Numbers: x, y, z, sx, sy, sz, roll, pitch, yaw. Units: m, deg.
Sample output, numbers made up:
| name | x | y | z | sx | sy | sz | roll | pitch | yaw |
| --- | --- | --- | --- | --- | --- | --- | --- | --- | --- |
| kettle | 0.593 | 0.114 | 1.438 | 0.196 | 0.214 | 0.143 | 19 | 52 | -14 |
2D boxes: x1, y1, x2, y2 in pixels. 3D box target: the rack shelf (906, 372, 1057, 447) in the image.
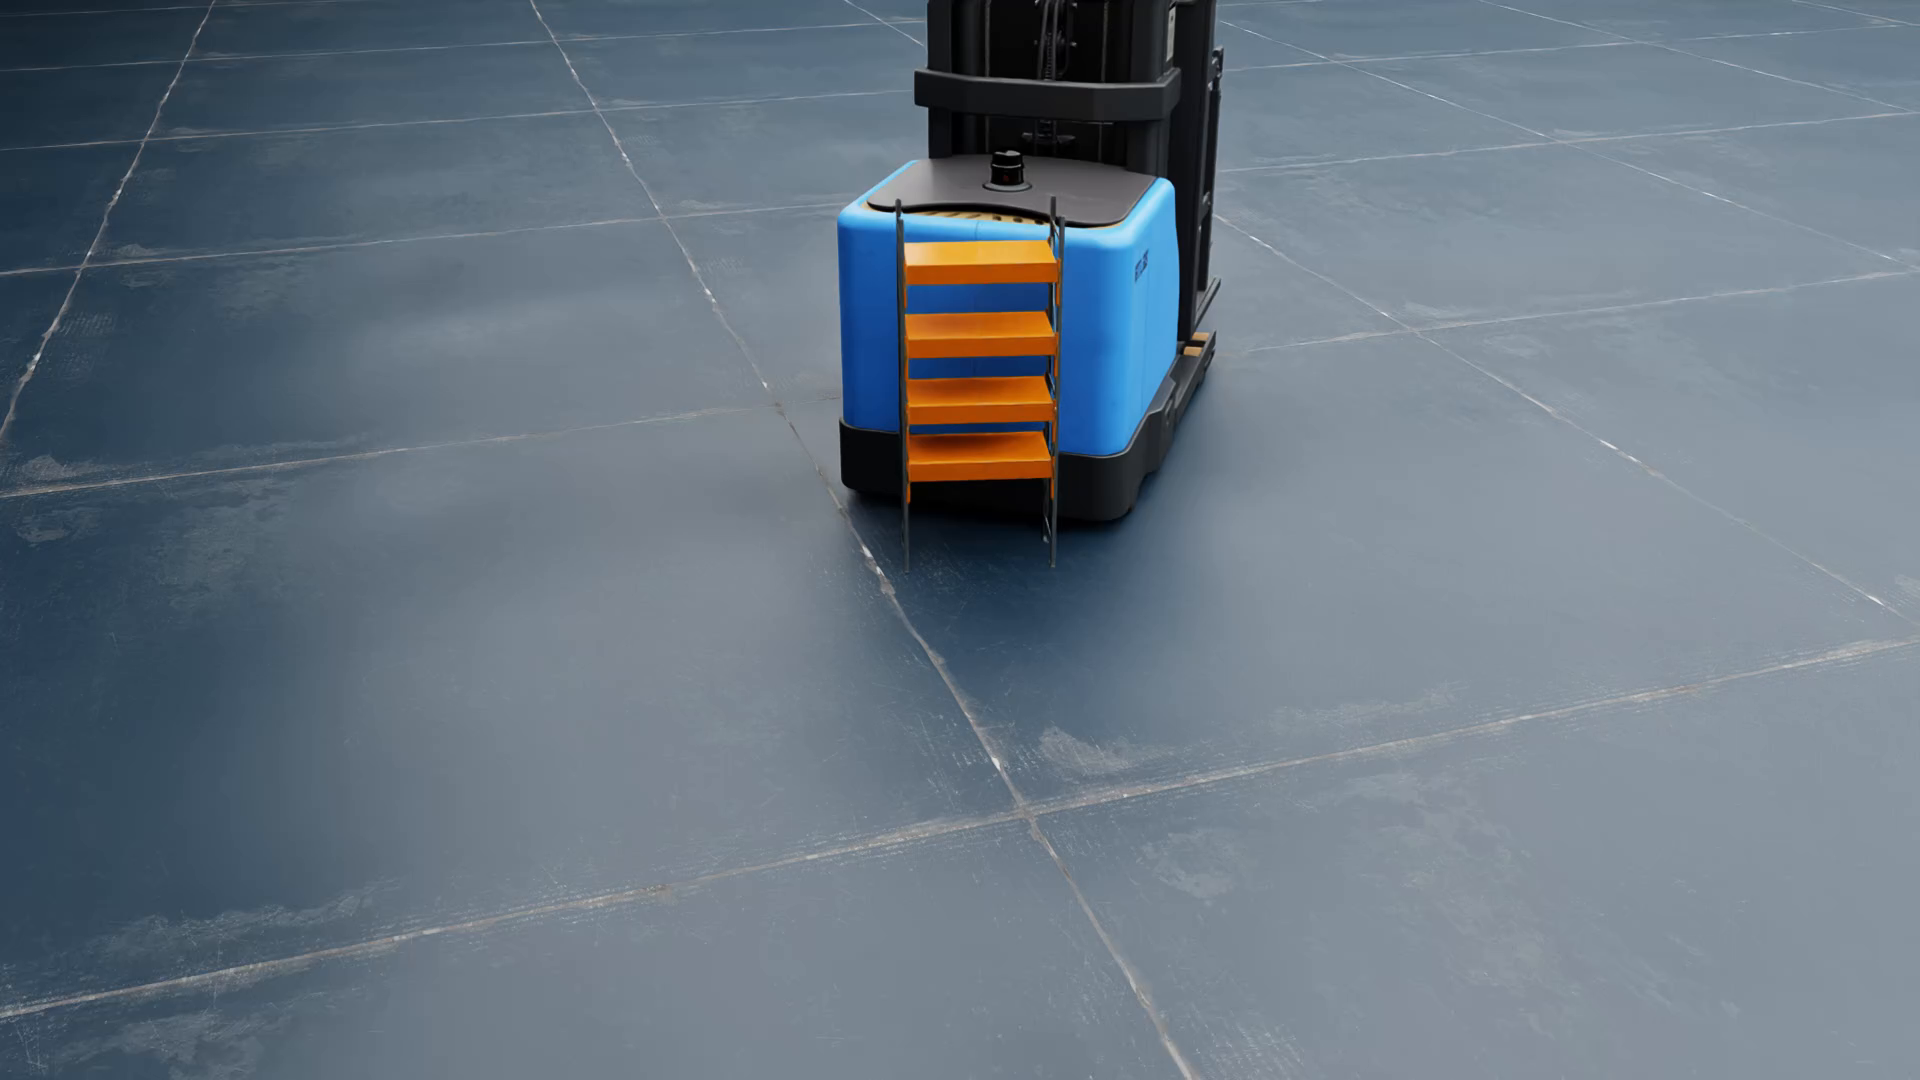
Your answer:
| name | x | y | z | sx | sy | sz | roll | pitch | yaw |
| --- | --- | --- | --- | --- | --- | --- | --- | --- | --- |
| rack shelf | 0.058 | -0.426 | 5.410 | 0.480 | 0.148 | 0.258 | -2 | 26 | -4 |

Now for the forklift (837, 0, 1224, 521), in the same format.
| name | x | y | z | sx | sy | sz | roll | pitch | yaw |
| --- | --- | --- | --- | --- | --- | --- | --- | --- | --- |
| forklift | 0.485 | -2.013 | 6.508 | 1.130 | 2.935 | 3.031 | 8 | 27 | 15 |

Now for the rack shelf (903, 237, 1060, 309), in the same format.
| name | x | y | z | sx | sy | sz | roll | pitch | yaw |
| --- | --- | --- | --- | --- | --- | --- | --- | --- | --- |
| rack shelf | 0.058 | -0.838 | 5.205 | 0.480 | 0.148 | 0.258 | -2 | 26 | -4 |

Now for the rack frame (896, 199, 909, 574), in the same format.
| name | x | y | z | sx | sy | sz | roll | pitch | yaw |
| --- | --- | --- | --- | --- | --- | --- | --- | --- | --- |
| rack frame | -0.185 | -0.478 | 5.364 | 0.015 | 1.200 | 0.240 | -2 | 26 | -4 |

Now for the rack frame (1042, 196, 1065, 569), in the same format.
| name | x | y | z | sx | sy | sz | roll | pitch | yaw |
| --- | --- | --- | --- | --- | --- | --- | --- | --- | --- |
| rack frame | 0.302 | -0.494 | 5.396 | 0.015 | 1.200 | 0.240 | -2 | 26 | -4 |

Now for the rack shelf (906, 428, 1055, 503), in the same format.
| name | x | y | z | sx | sy | sz | roll | pitch | yaw |
| --- | --- | --- | --- | --- | --- | --- | --- | --- | --- |
| rack shelf | 0.058 | -0.248 | 5.498 | 0.480 | 0.148 | 0.258 | -2 | 26 | -4 |

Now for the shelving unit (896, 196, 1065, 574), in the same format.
| name | x | y | z | sx | sy | sz | roll | pitch | yaw |
| --- | --- | --- | --- | --- | --- | --- | --- | --- | --- |
| shelving unit | 0.058 | -0.486 | 5.380 | 0.503 | 1.200 | 0.258 | -2 | 26 | -4 |

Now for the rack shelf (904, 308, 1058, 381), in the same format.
| name | x | y | z | sx | sy | sz | roll | pitch | yaw |
| --- | --- | --- | --- | --- | --- | --- | --- | --- | --- |
| rack shelf | 0.058 | -0.626 | 5.310 | 0.480 | 0.148 | 0.258 | -2 | 26 | -4 |
